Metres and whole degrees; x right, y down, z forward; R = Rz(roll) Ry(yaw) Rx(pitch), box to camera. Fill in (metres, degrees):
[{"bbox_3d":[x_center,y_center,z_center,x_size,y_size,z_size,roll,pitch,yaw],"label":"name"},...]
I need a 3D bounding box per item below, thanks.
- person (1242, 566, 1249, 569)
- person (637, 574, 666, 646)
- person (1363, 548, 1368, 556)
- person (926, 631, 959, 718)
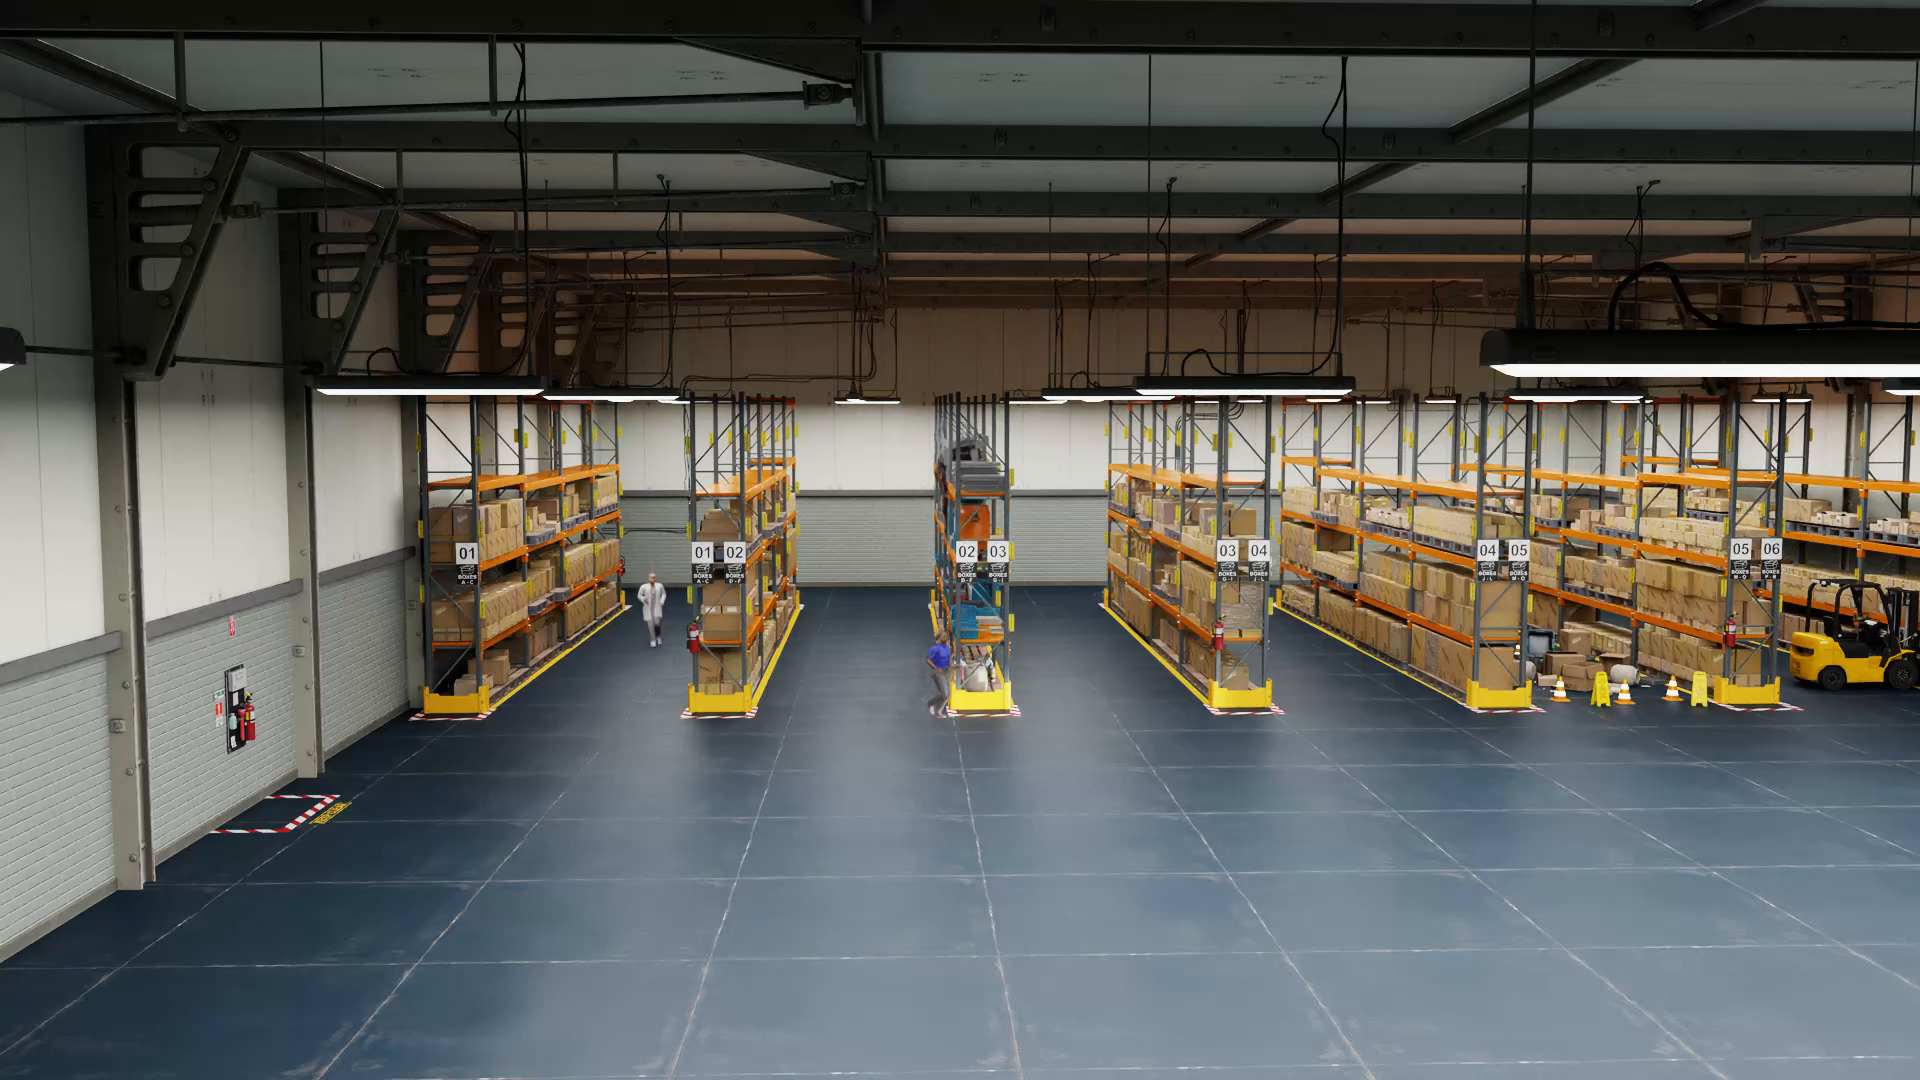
[{"bbox_3d":[8.185,1.065,48.368,0.744,1.659,0.851,4,6,41],"label":"person"},{"bbox_3d":[-7.333,1.672,39.625,0.684,1.746,0.659,-1,5,-14],"label":"person"},{"bbox_3d":[11.315,1.120,46.754,0.719,1.804,0.798,-1,5,-11],"label":"person"},{"bbox_3d":[-0.325,2.472,30.537,0.547,1.612,0.555,3,6,36],"label":"person"}]
